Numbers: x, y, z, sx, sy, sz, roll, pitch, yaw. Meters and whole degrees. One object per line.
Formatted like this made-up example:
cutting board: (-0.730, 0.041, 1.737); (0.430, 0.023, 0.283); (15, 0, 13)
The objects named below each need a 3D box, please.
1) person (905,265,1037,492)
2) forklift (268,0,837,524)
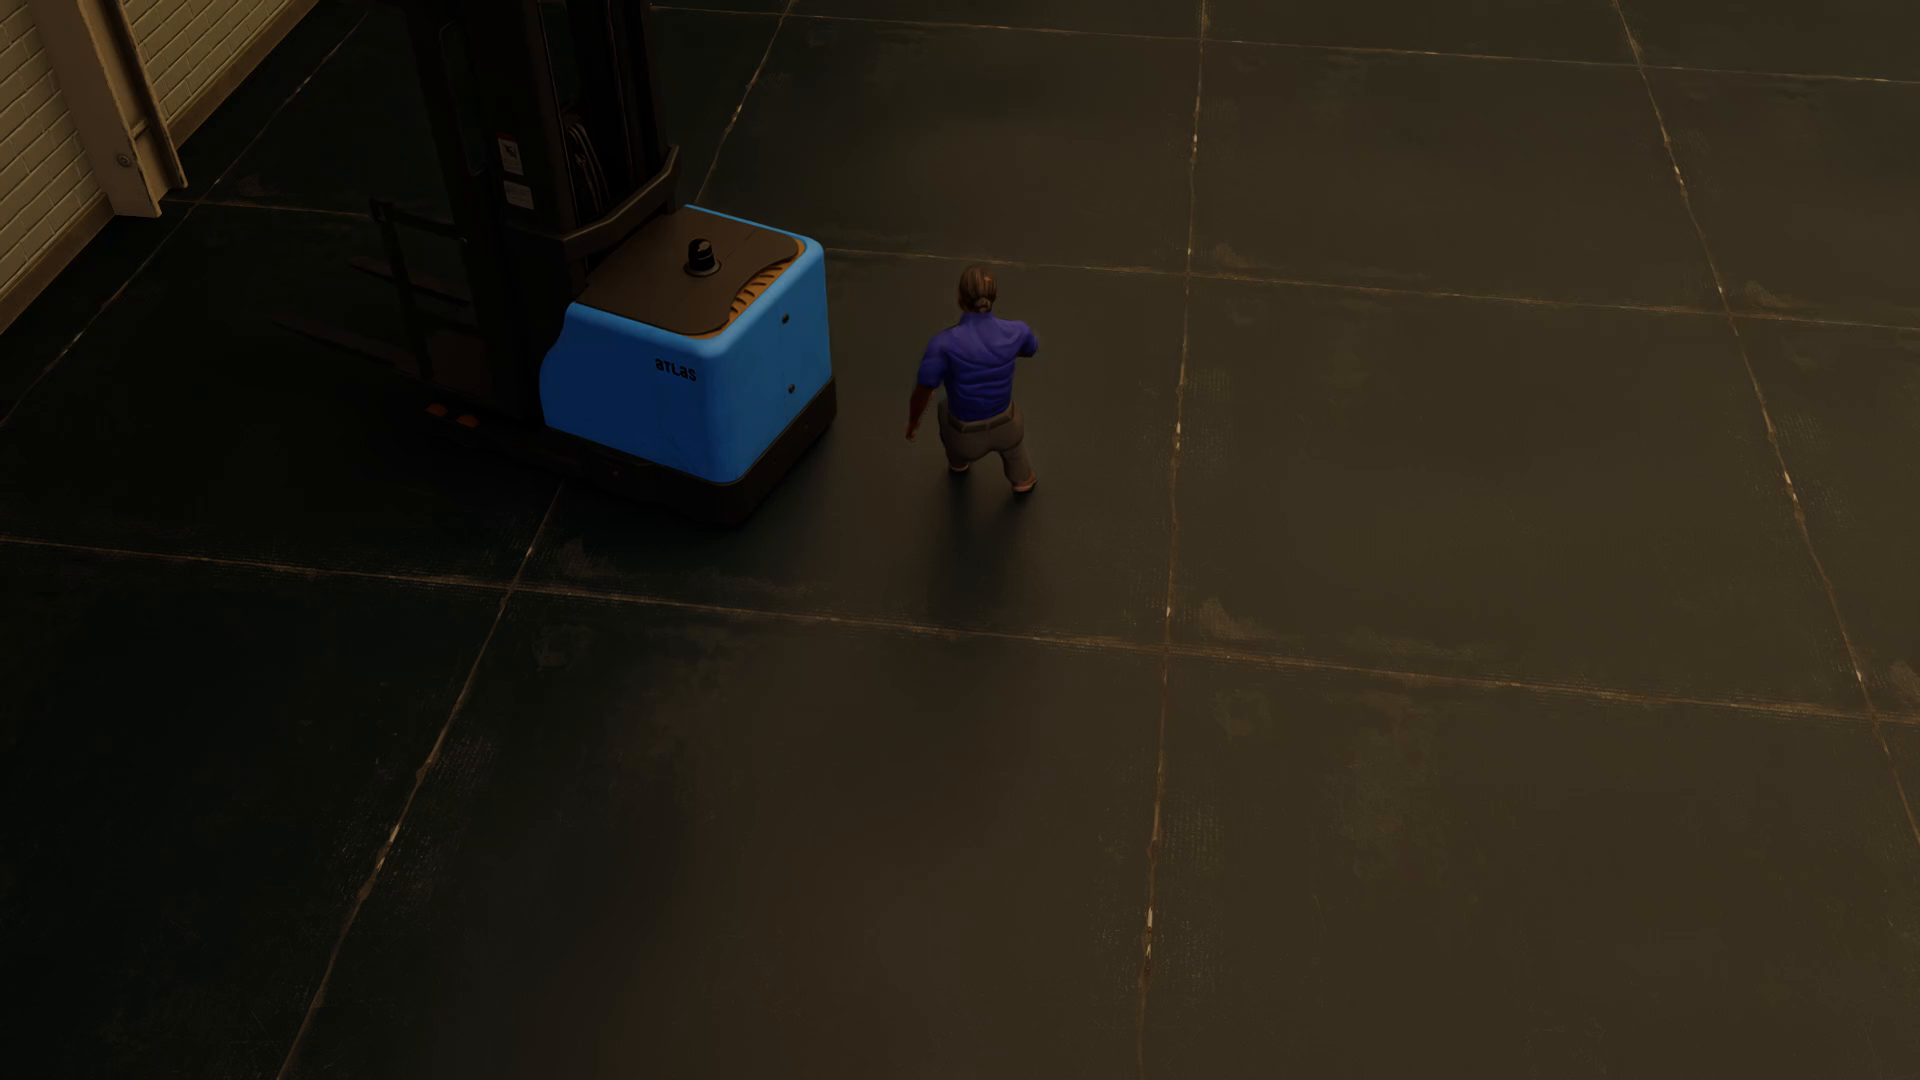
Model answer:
person: (0.047, -0.720, 7.697); (0.727, 1.457, 0.826); (-12, 44, -13)
forklift: (-2.182, -1.849, 7.737); (3.031, 2.935, 1.130); (18, 46, 19)
